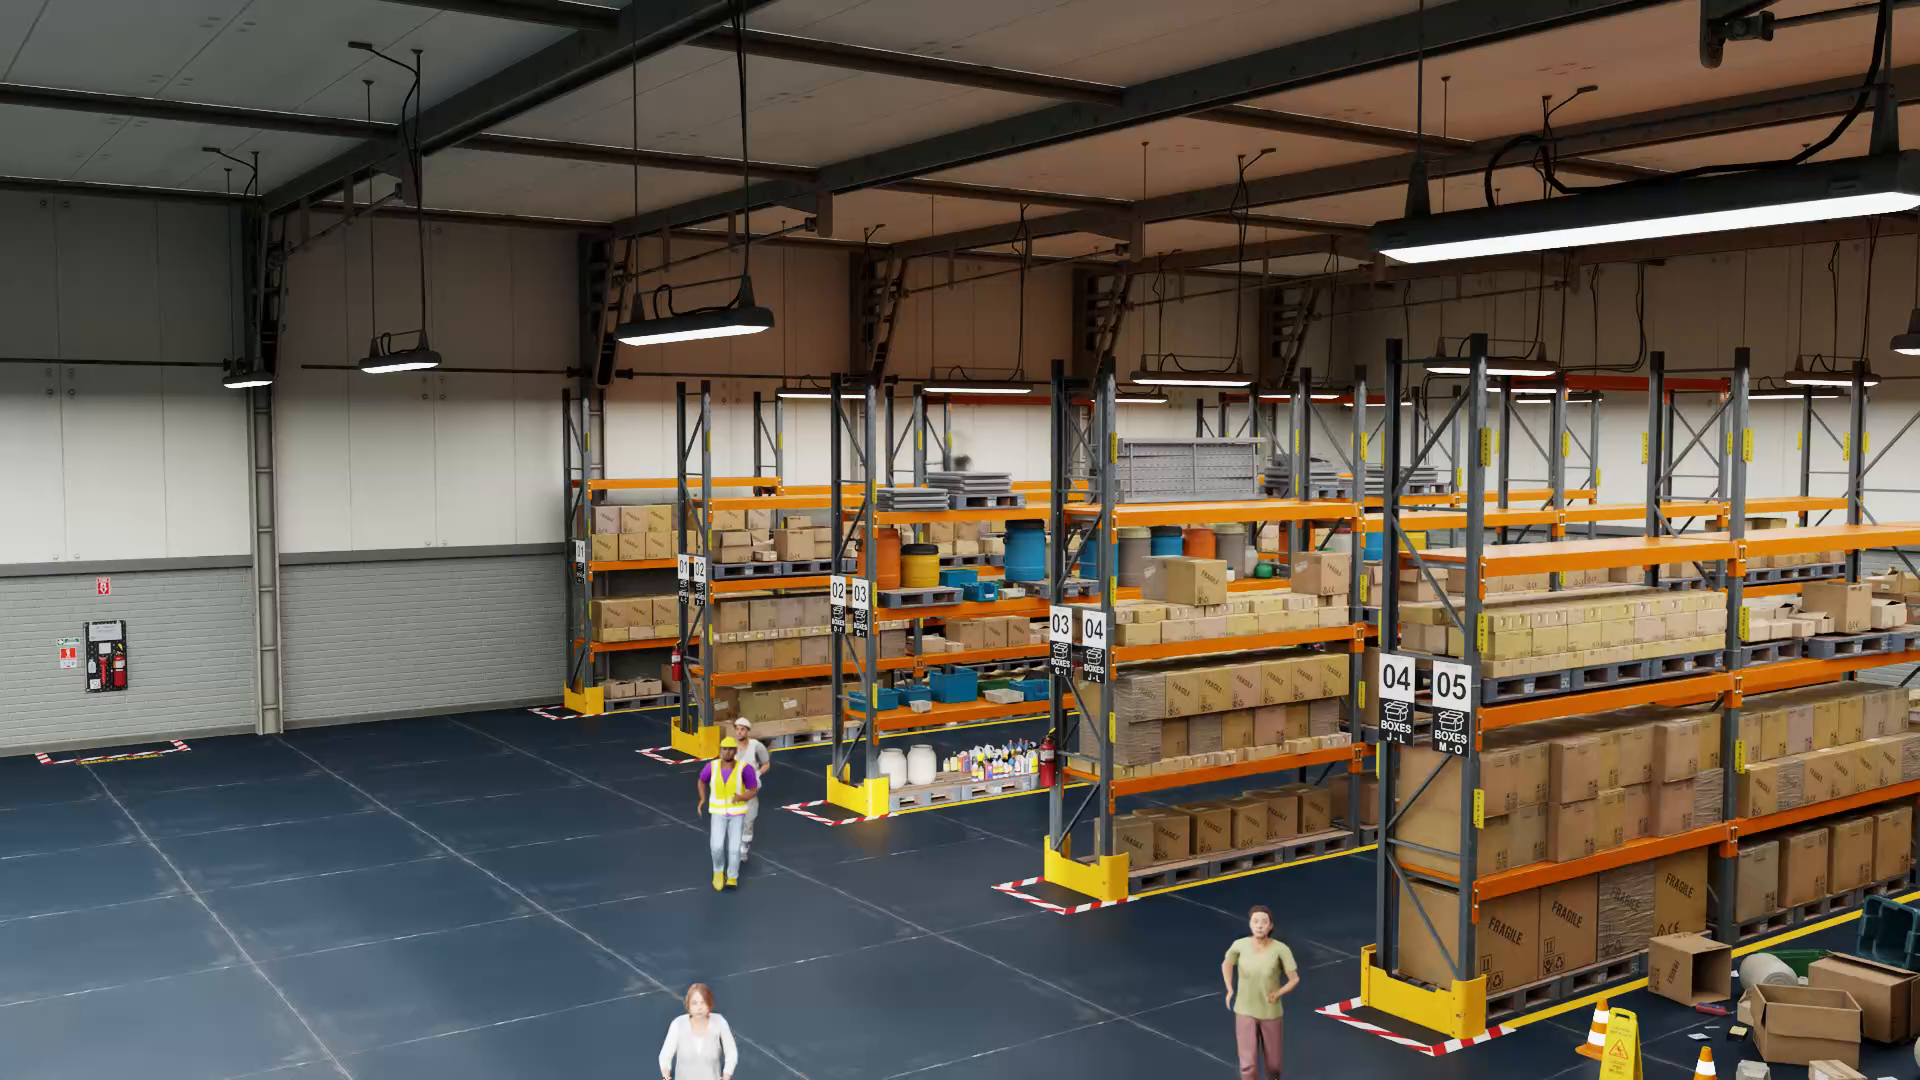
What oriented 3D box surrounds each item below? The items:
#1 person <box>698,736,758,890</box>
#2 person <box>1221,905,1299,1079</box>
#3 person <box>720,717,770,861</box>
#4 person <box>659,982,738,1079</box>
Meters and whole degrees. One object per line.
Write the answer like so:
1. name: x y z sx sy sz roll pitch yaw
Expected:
1. person: -2.618 3.082 18.700 0.684 1.740 0.667 0 4 -5
2. person: 2.241 3.543 12.470 0.589 1.635 0.802 1 4 15
3. person: -2.593 3.000 19.909 0.630 1.748 0.612 0 4 -1
4. person: -1.739 3.696 11.089 0.520 1.539 0.576 -1 4 -10
